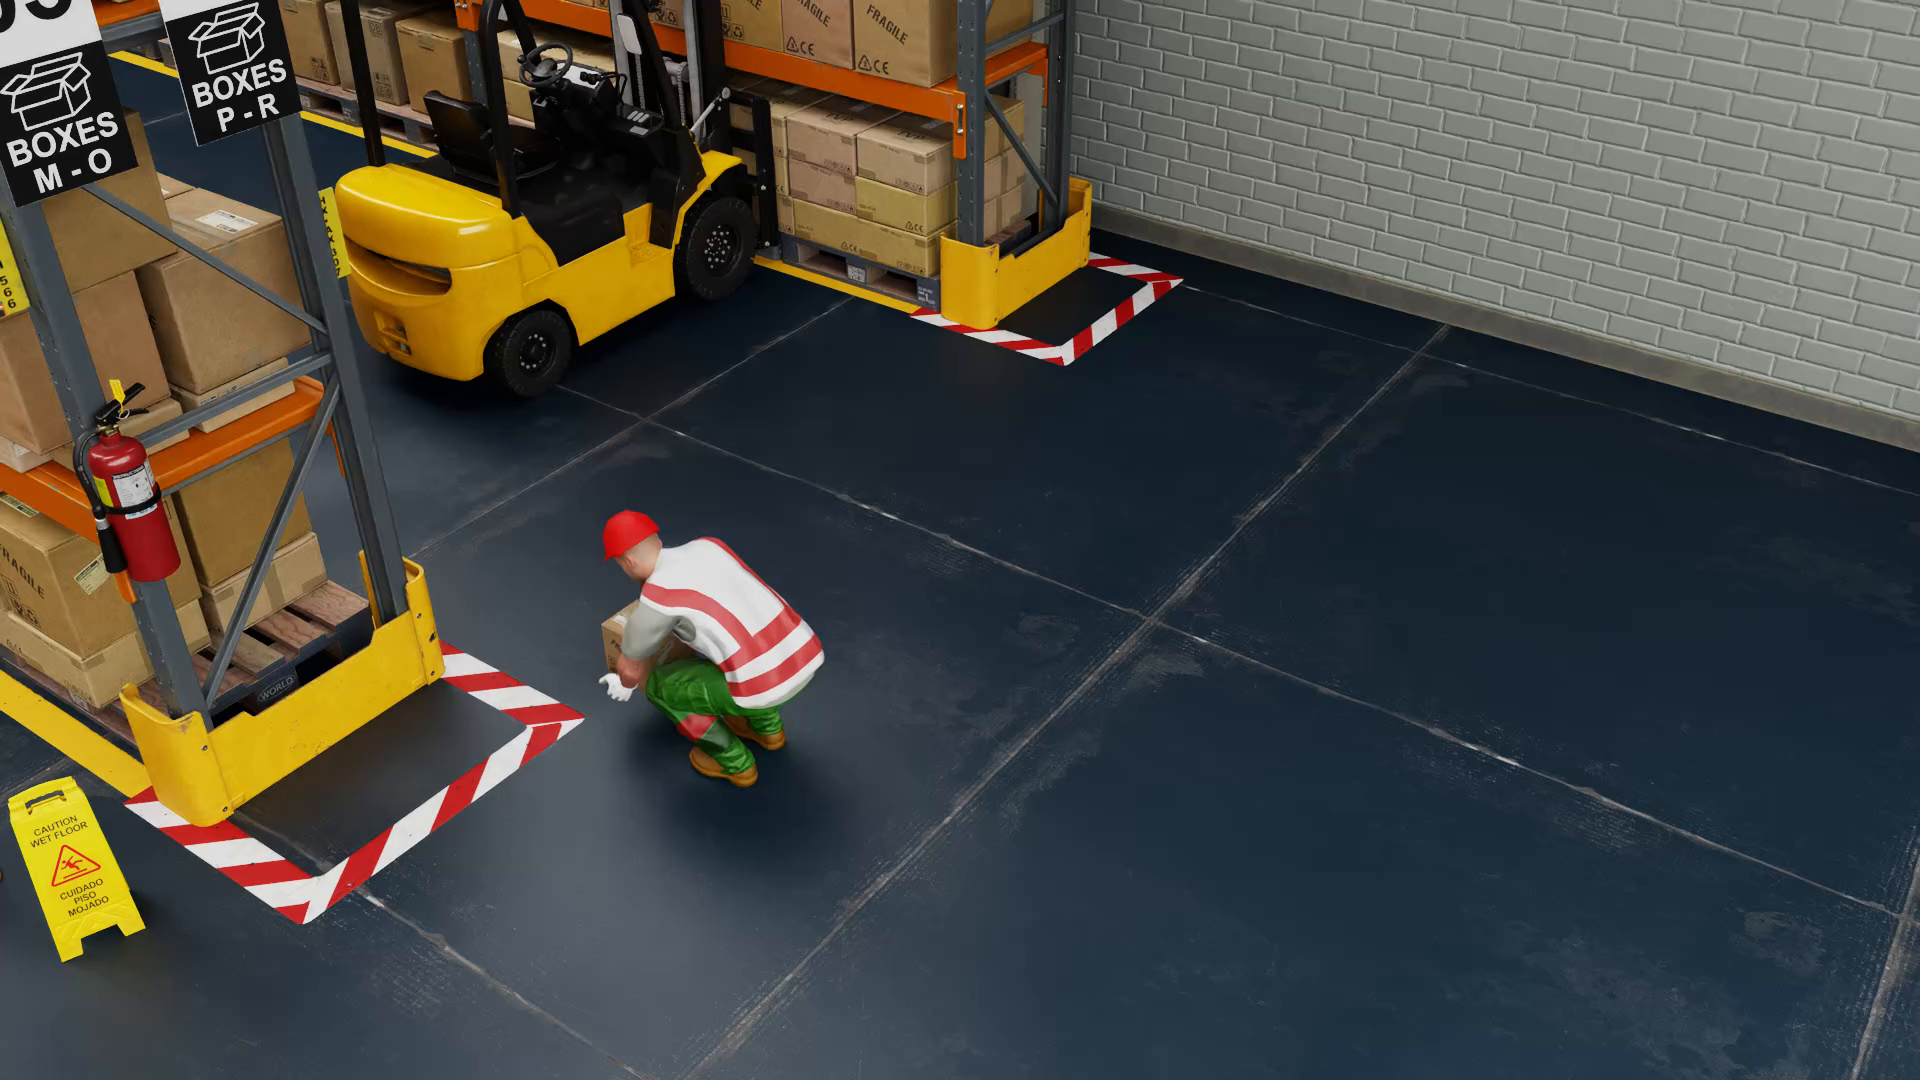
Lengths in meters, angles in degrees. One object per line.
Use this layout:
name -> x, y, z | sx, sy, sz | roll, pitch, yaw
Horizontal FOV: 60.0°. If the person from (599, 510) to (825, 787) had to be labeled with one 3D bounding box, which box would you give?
person -> -0.950, 0.395, 6.243 | 0.884, 1.006, 0.562 | 21, 40, 28
